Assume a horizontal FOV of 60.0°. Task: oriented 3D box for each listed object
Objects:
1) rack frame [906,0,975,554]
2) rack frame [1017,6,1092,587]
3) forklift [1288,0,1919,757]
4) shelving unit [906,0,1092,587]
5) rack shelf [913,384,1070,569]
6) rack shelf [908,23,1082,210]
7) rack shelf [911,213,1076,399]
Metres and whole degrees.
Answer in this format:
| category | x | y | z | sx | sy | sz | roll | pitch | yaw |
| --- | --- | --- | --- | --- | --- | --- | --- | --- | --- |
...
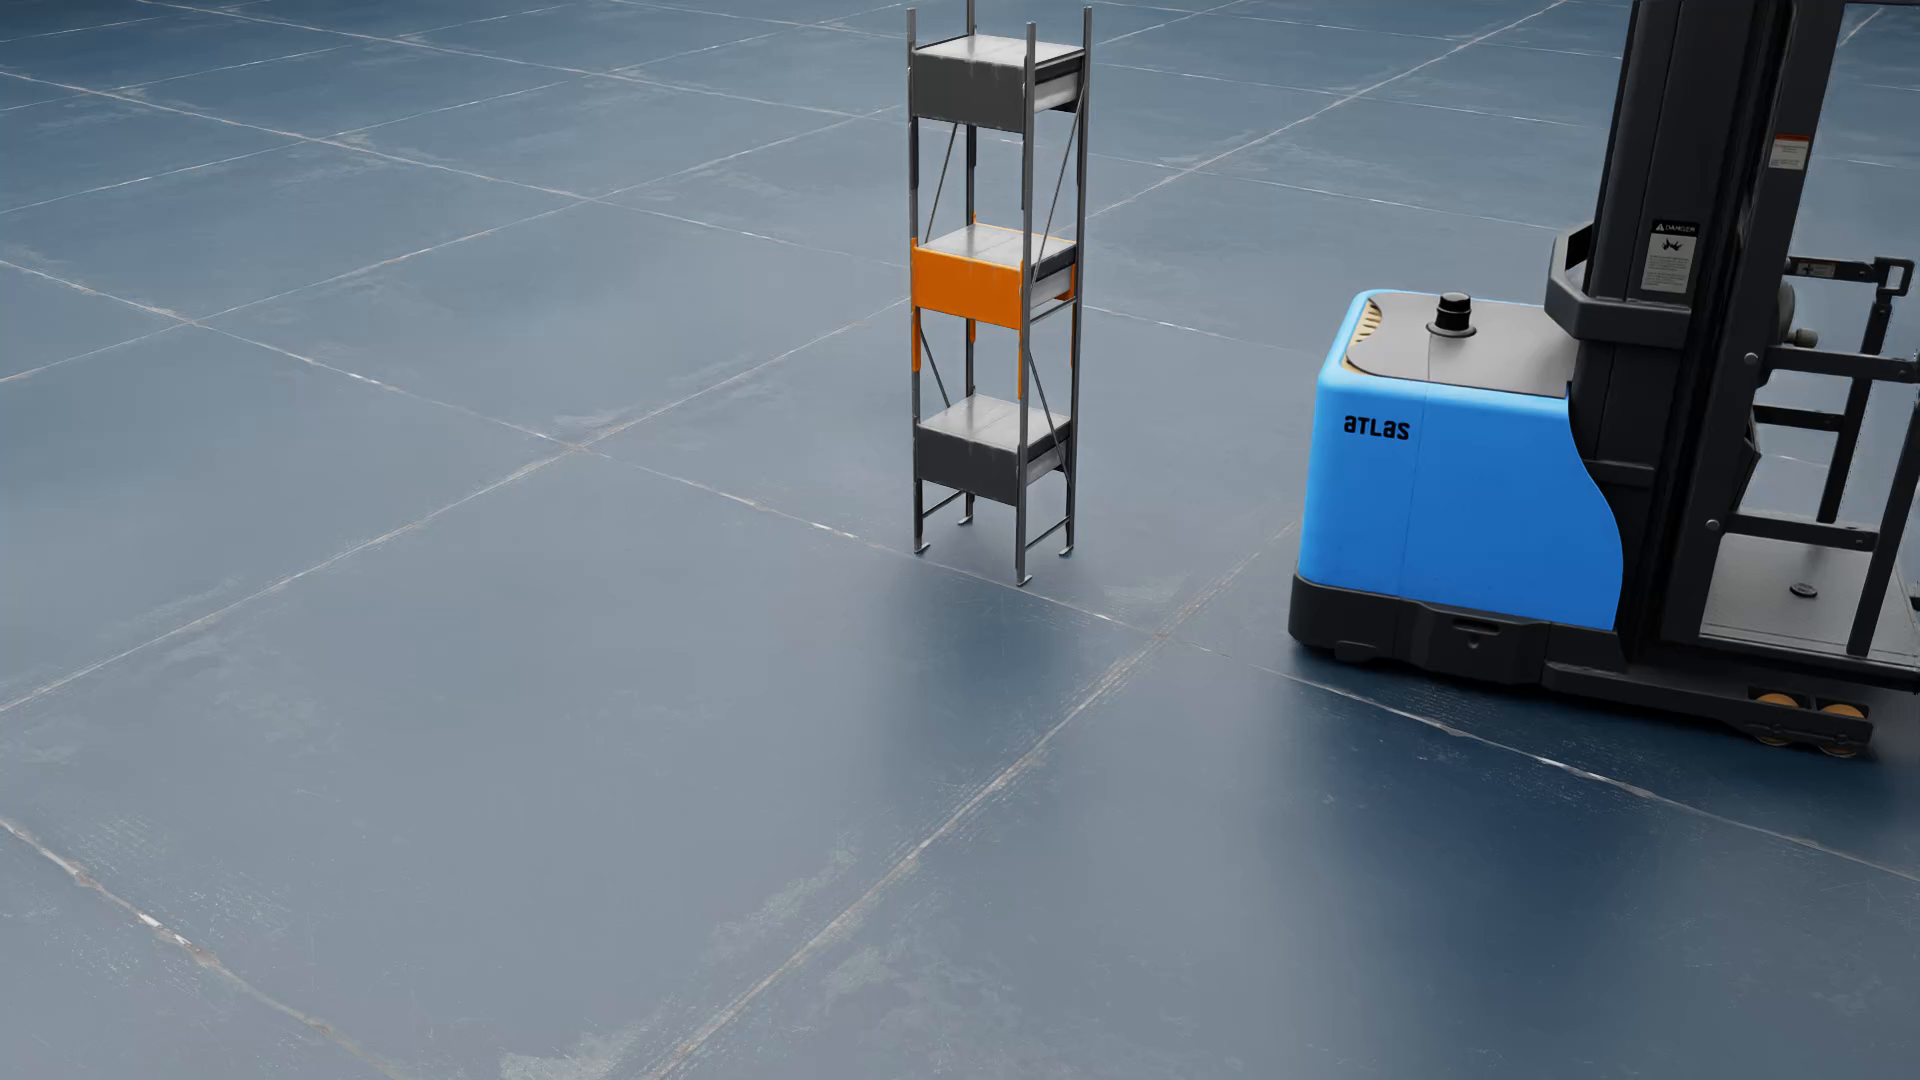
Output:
| category | x | y | z | sx | sy | sz | roll | pitch | yaw |
| --- | --- | --- | --- | --- | --- | --- | --- | --- | --- |
| rack frame | -0.065 | -0.956 | 6.313 | 0.015 | 2.100 | 0.400 | 17 | 32 | 30 |
| rack frame | 0.338 | -0.831 | 6.067 | 0.015 | 2.100 | 0.400 | 17 | 32 | 30 |
| forklift | 2.747 | -0.877 | 5.242 | 3.031 | 2.935 | 1.130 | 9 | 28 | 17 |
| shelving unit | 0.136 | -0.893 | 6.190 | 0.503 | 2.100 | 0.431 | 17 | 32 | 30 |
| rack shelf | 0.136 | -0.257 | 6.514 | 0.480 | 0.518 | 0.431 | 17 | 32 | 30 |
| rack shelf | 0.136 | -1.505 | 5.879 | 0.480 | 0.518 | 0.431 | 17 | 32 | 30 |
| rack shelf | 0.136 | -0.881 | 6.196 | 0.480 | 0.518 | 0.431 | 17 | 32 | 30 |
